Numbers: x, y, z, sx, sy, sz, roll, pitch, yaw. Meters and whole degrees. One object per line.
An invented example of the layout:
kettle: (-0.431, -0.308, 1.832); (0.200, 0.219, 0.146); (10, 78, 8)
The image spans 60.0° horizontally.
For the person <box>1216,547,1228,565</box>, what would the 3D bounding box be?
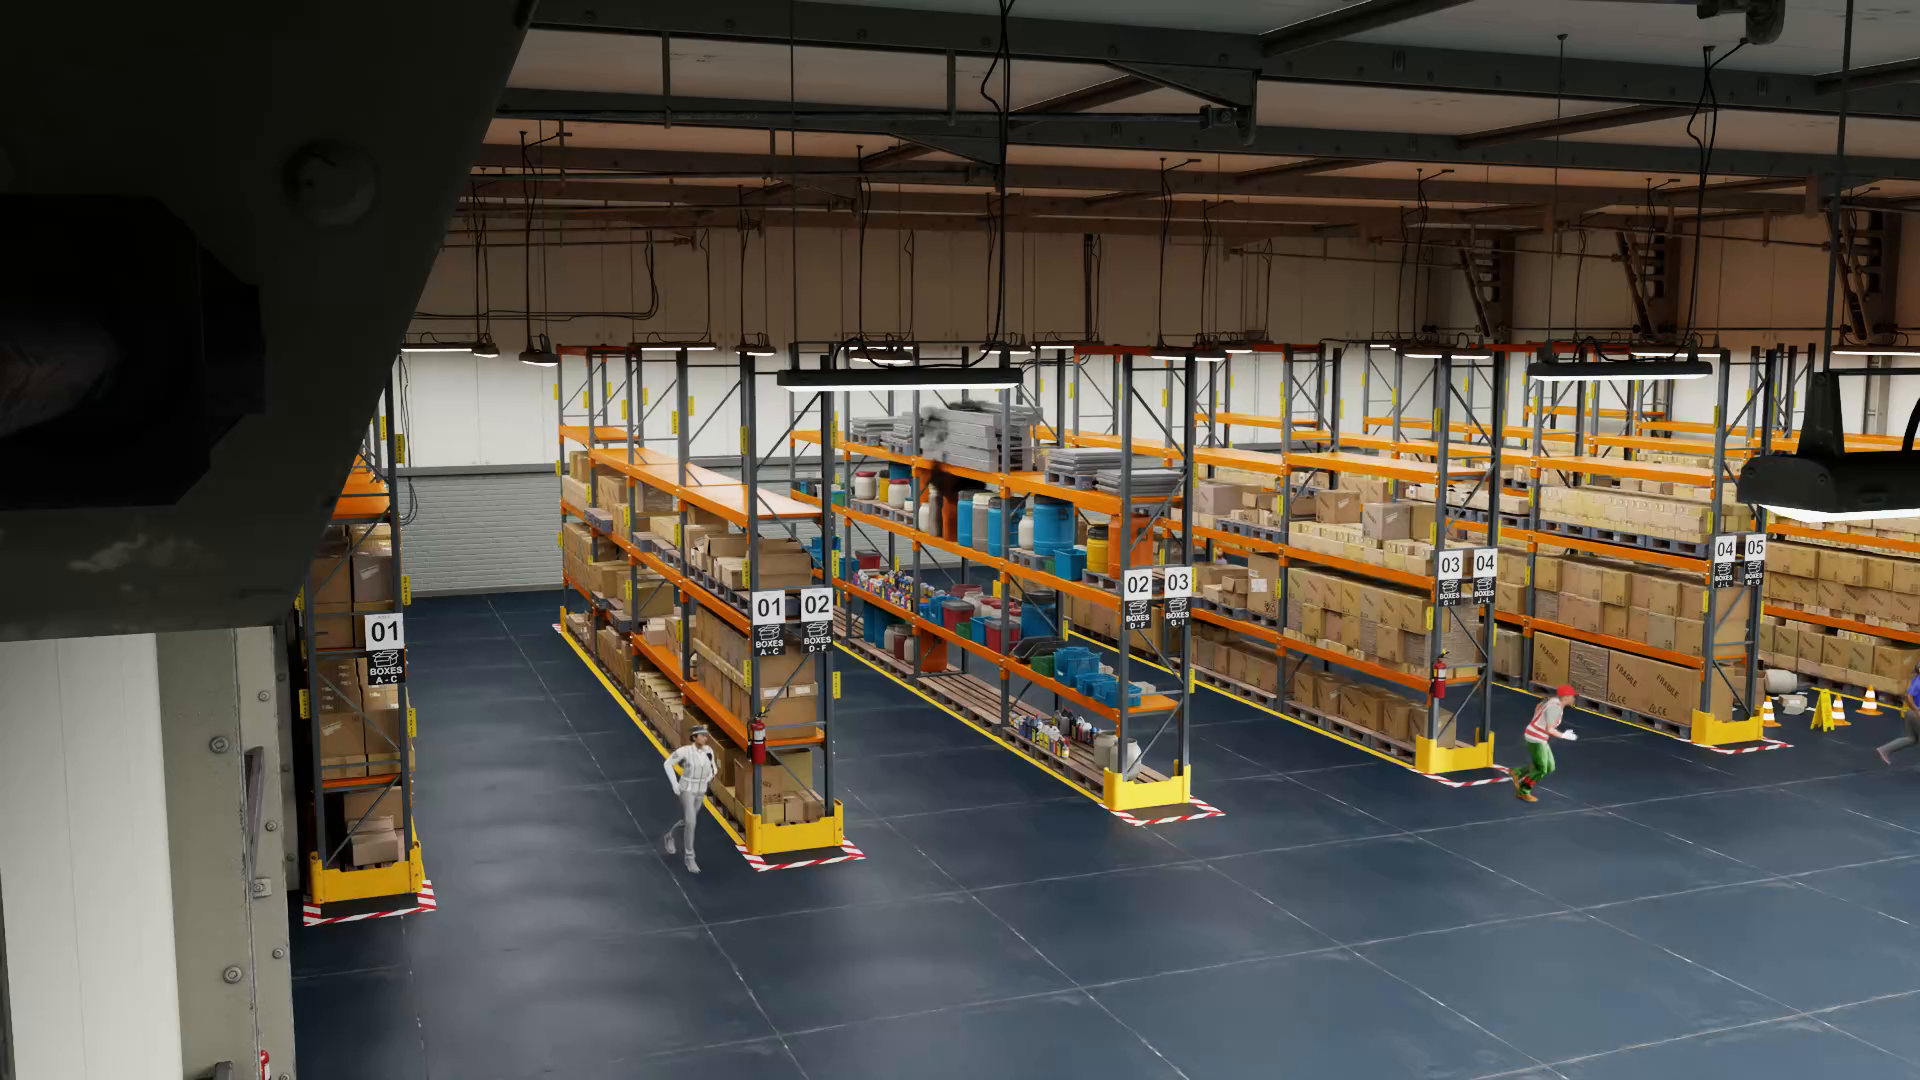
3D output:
person: (5.601, 0.955, 36.003); (0.585, 1.601, 0.629); (-5, 9, -32)

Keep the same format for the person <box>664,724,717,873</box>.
person: (-3.184, 3.013, 19.824); (0.639, 1.693, 0.863); (-7, 10, -43)

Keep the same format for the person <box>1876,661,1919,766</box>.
person: (13.547, 2.512, 23.616); (0.865, 1.635, 0.578); (2, 8, 19)

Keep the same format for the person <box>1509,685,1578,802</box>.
person: (7.847, 2.712, 22.357); (0.851, 1.614, 0.688); (3, 8, 21)
